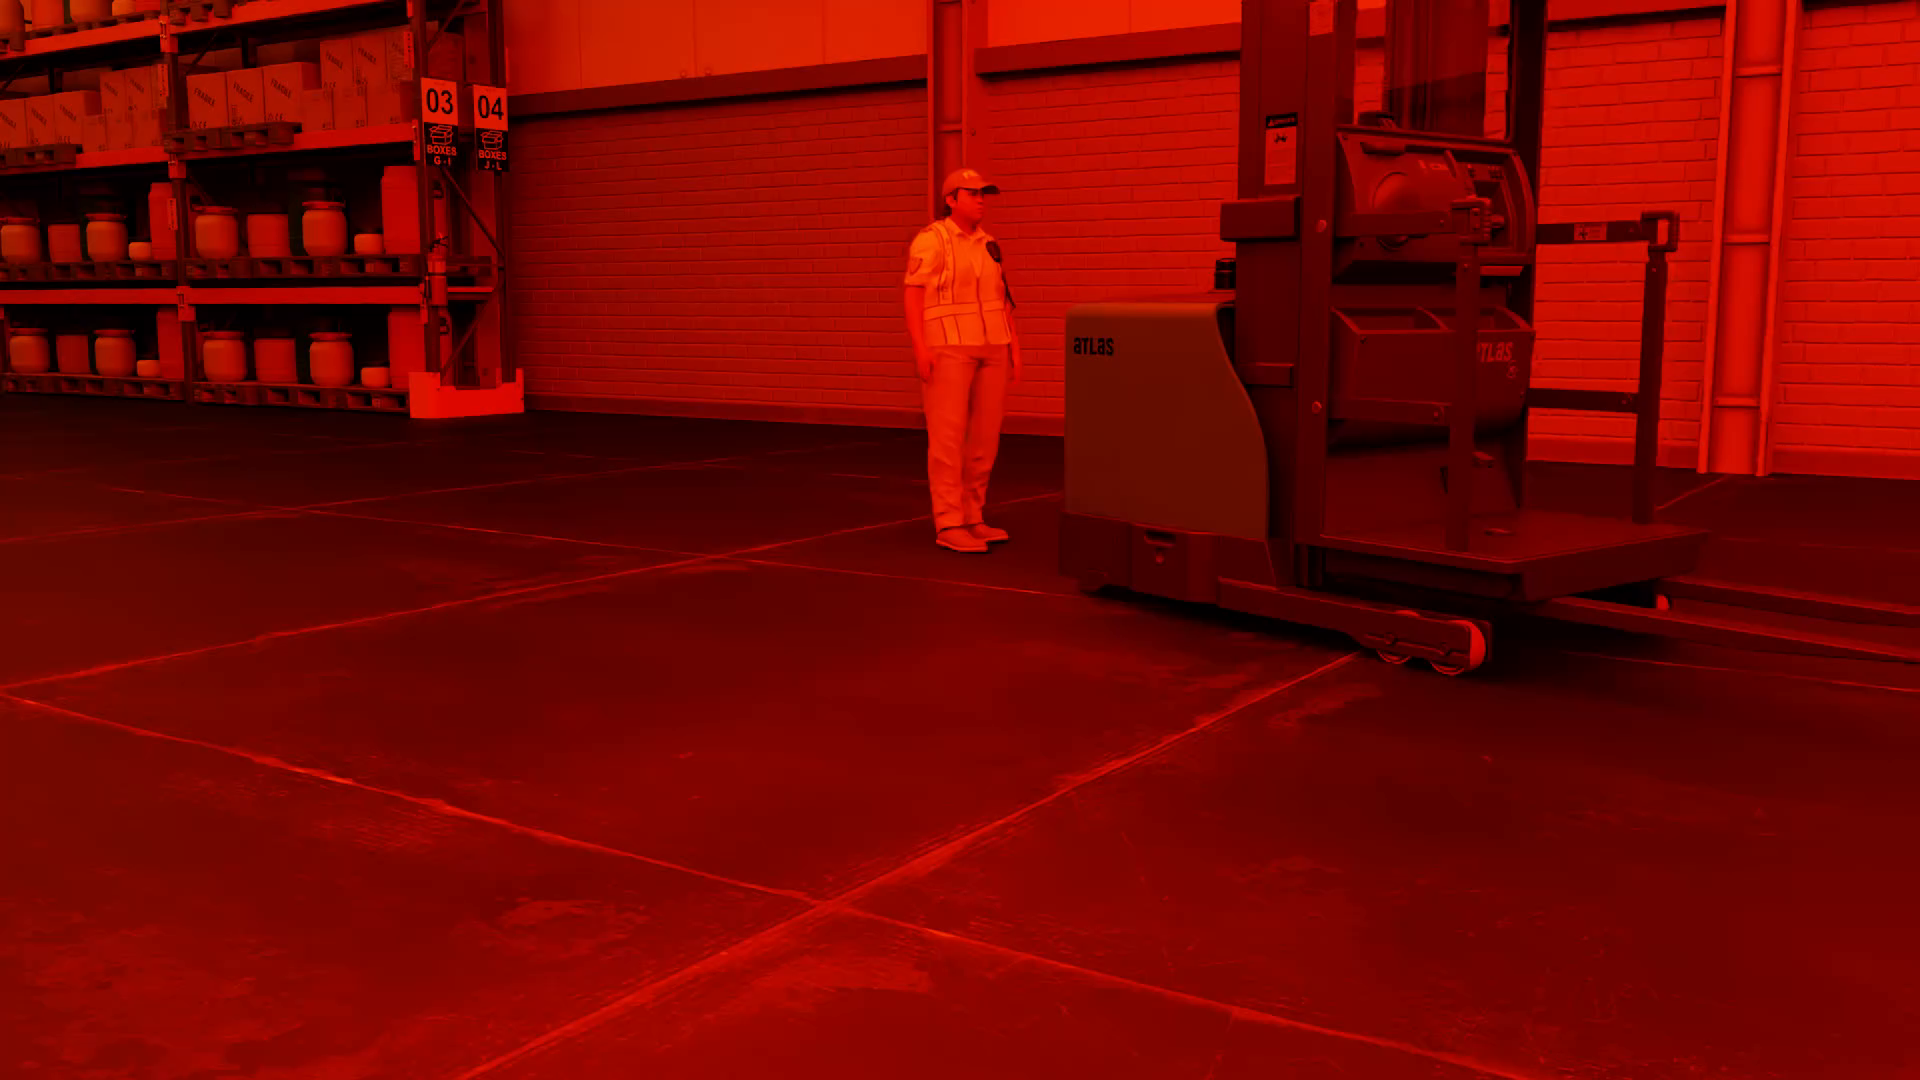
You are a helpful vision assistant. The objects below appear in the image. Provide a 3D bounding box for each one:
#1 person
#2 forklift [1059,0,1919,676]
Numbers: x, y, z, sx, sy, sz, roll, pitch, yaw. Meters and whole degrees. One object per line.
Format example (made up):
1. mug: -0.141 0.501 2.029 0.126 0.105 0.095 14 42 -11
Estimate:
1. person: 0.081 -0.809 7.396 0.566 1.669 0.579 -6 10 -36
2. forklift: 1.668 -1.135 5.171 1.130 2.935 3.031 -6 10 -37
